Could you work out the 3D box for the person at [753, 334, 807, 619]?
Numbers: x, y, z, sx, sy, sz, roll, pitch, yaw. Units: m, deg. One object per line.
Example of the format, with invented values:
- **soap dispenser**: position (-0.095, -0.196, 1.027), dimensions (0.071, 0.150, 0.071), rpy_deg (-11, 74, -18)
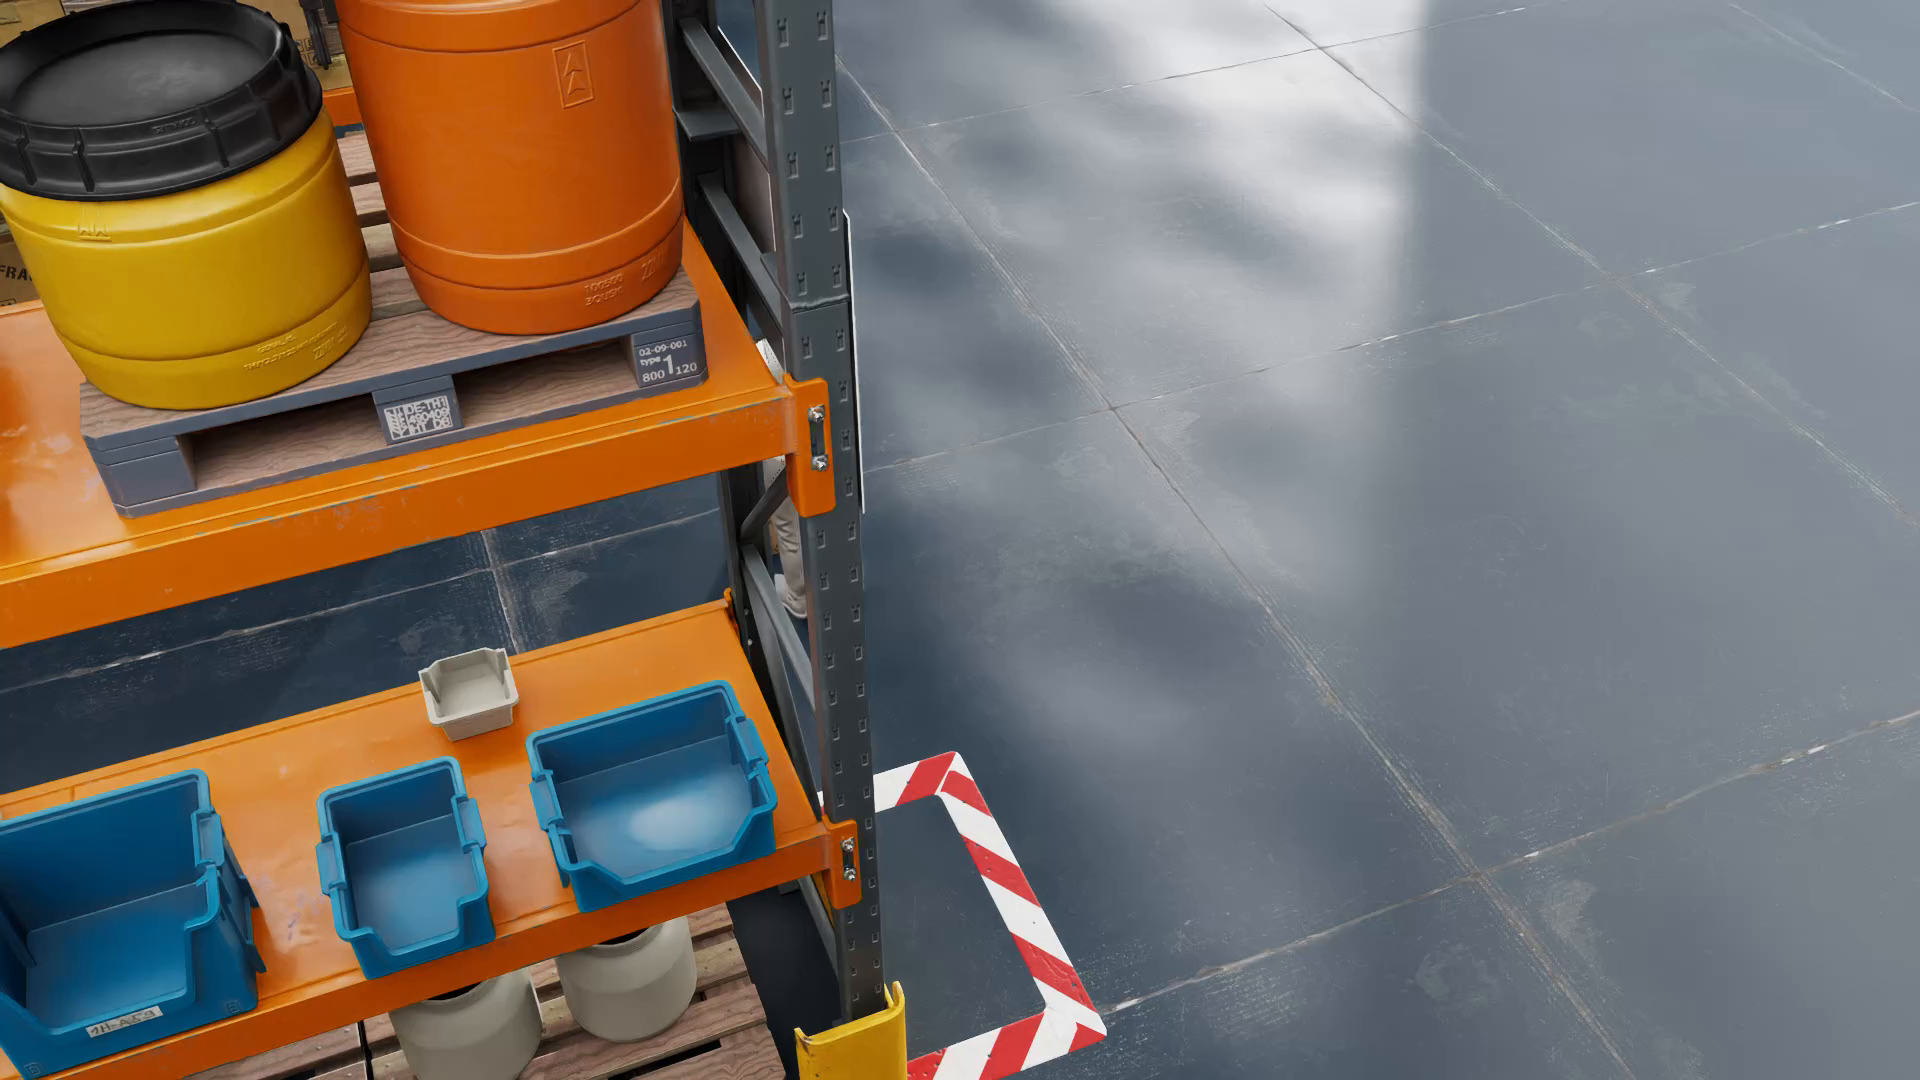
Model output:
- **person**: position (-0.636, -0.358, 6.508), dimensions (0.489, 1.695, 0.363), rpy_deg (-15, 44, -16)
